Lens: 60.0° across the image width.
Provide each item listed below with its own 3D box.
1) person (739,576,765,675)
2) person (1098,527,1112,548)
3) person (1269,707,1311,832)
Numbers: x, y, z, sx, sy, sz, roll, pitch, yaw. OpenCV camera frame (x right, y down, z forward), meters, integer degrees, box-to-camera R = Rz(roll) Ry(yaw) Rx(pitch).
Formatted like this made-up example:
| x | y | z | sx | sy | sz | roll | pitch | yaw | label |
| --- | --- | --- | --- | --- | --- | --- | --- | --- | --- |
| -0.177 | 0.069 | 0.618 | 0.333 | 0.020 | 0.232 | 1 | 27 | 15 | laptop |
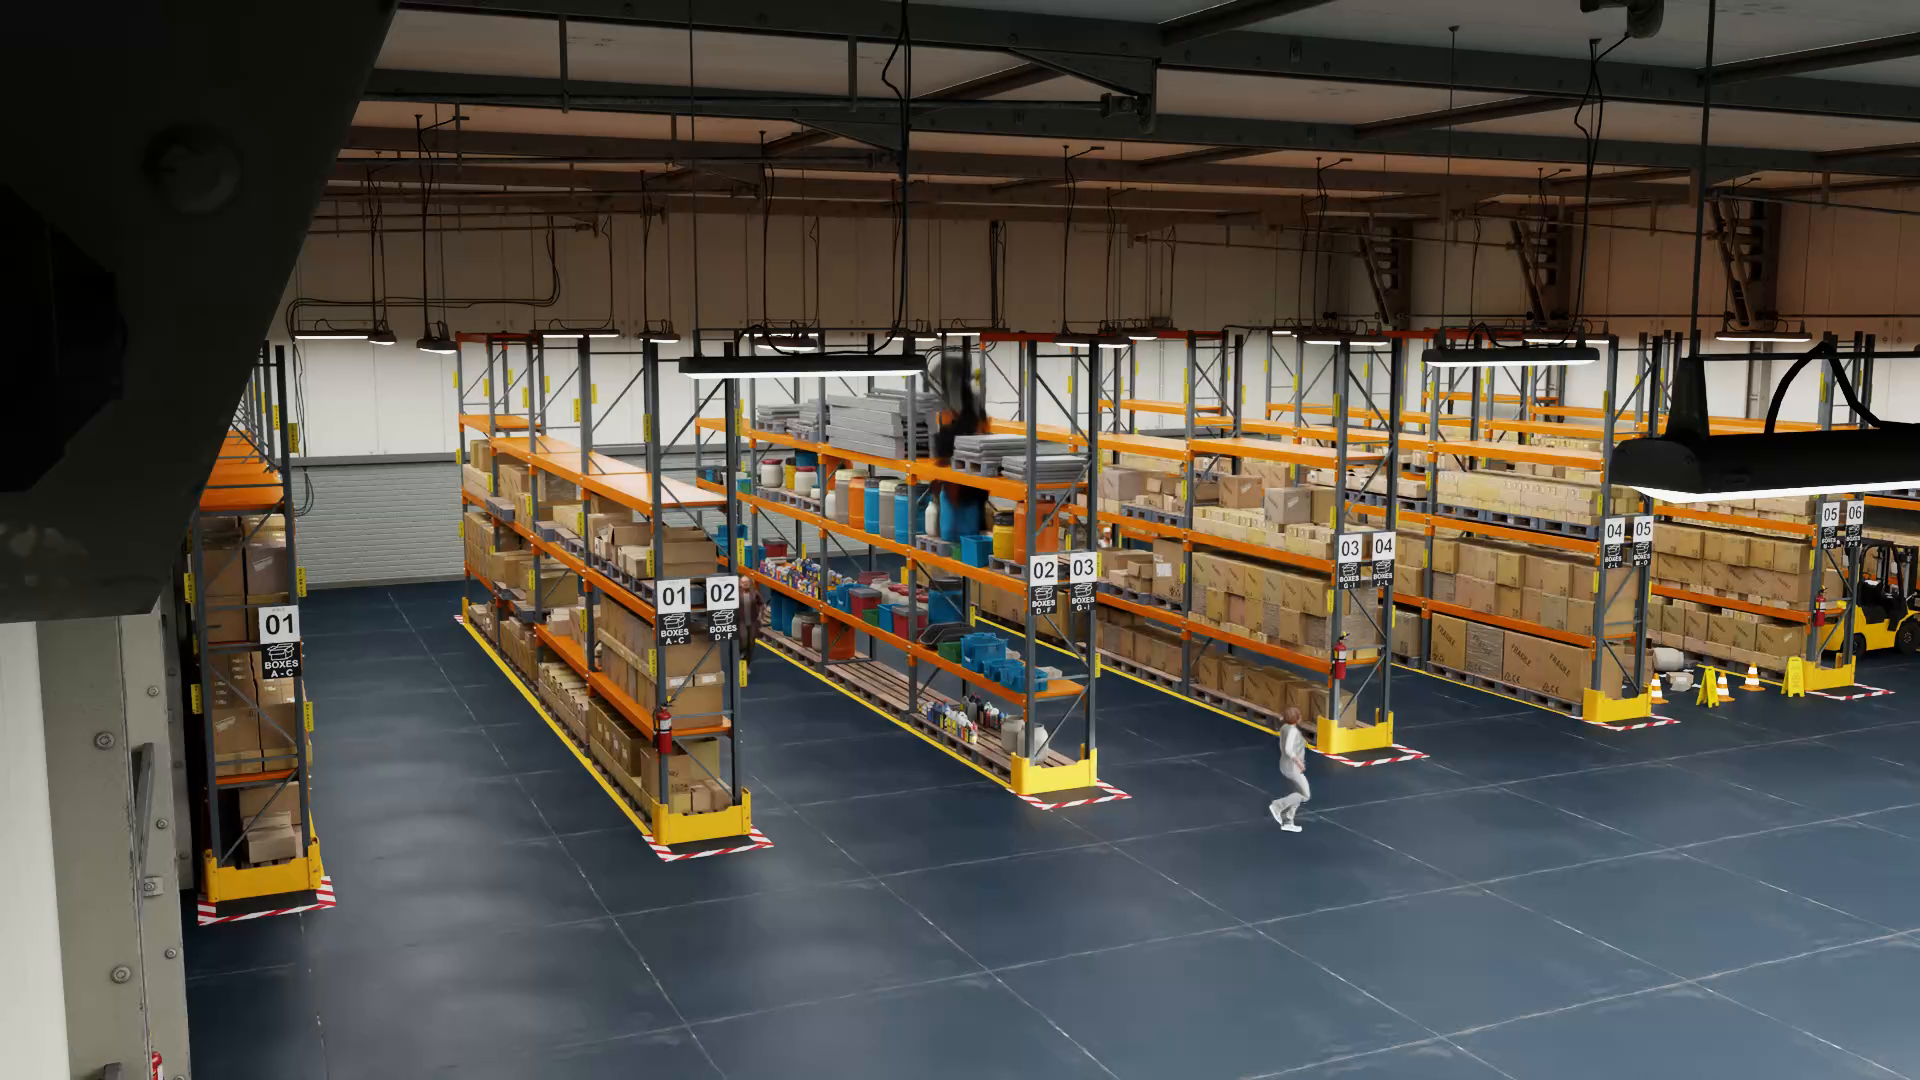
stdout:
| x | y | z | sx | sy | sz | roll | pitch | yaw | label |
| --- | --- | --- | --- | --- | --- | --- | --- | --- | --- |
| -3.785 | 1.505 | 29.493 | 0.699 | 1.748 | 0.671 | -3 | 8 | -21 | person |
| 3.150 | 0.617 | 35.713 | 0.651 | 1.805 | 0.983 | -4 | 9 | -26 | person |
| 4.050 | 2.826 | 20.431 | 0.500 | 1.566 | 0.538 | 0 | 8 | -4 | person |
